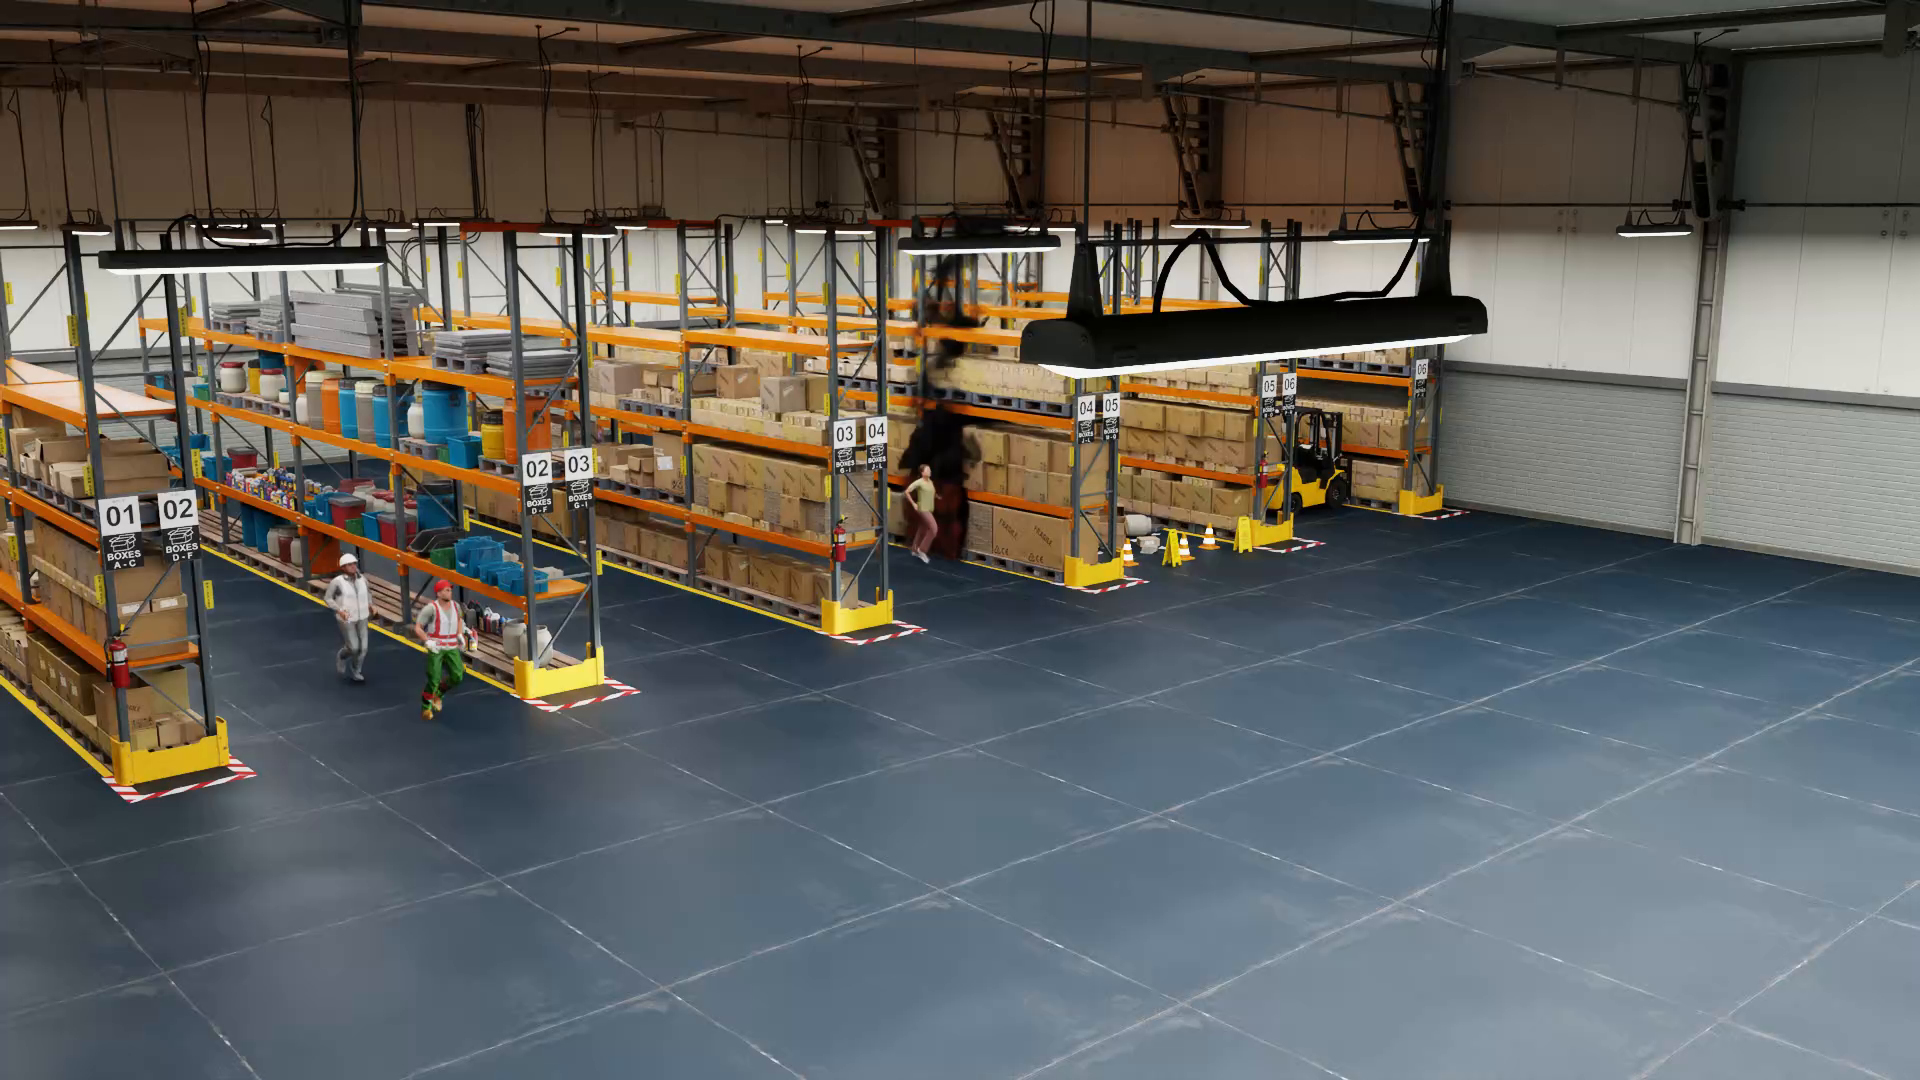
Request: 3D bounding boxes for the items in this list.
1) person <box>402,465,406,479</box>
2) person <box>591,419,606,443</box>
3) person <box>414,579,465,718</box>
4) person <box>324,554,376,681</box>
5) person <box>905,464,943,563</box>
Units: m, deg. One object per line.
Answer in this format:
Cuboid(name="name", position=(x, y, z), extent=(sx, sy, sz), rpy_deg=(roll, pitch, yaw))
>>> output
Cuboid(name="person", position=(-12.544, -2.122, 38.032), extent=(0.655, 1.748, 0.748), rpy_deg=(-6, 13, -29))
Cuboid(name="person", position=(-8.197, -1.905, 37.322), extent=(0.517, 1.589, 0.678), rpy_deg=(-10, 15, -40))
Cuboid(name="person", position=(-6.438, 1.352, 20.804), extent=(0.533, 1.720, 0.718), rpy_deg=(10, 15, 42))
Cuboid(name="person", position=(-8.159, 1.038, 22.352), extent=(0.577, 1.726, 0.643), rpy_deg=(10, 15, 40))
Cuboid(name="person", position=(-0.576, -0.458, 28.511), extent=(0.645, 1.708, 0.549), rpy_deg=(6, 13, 28))
